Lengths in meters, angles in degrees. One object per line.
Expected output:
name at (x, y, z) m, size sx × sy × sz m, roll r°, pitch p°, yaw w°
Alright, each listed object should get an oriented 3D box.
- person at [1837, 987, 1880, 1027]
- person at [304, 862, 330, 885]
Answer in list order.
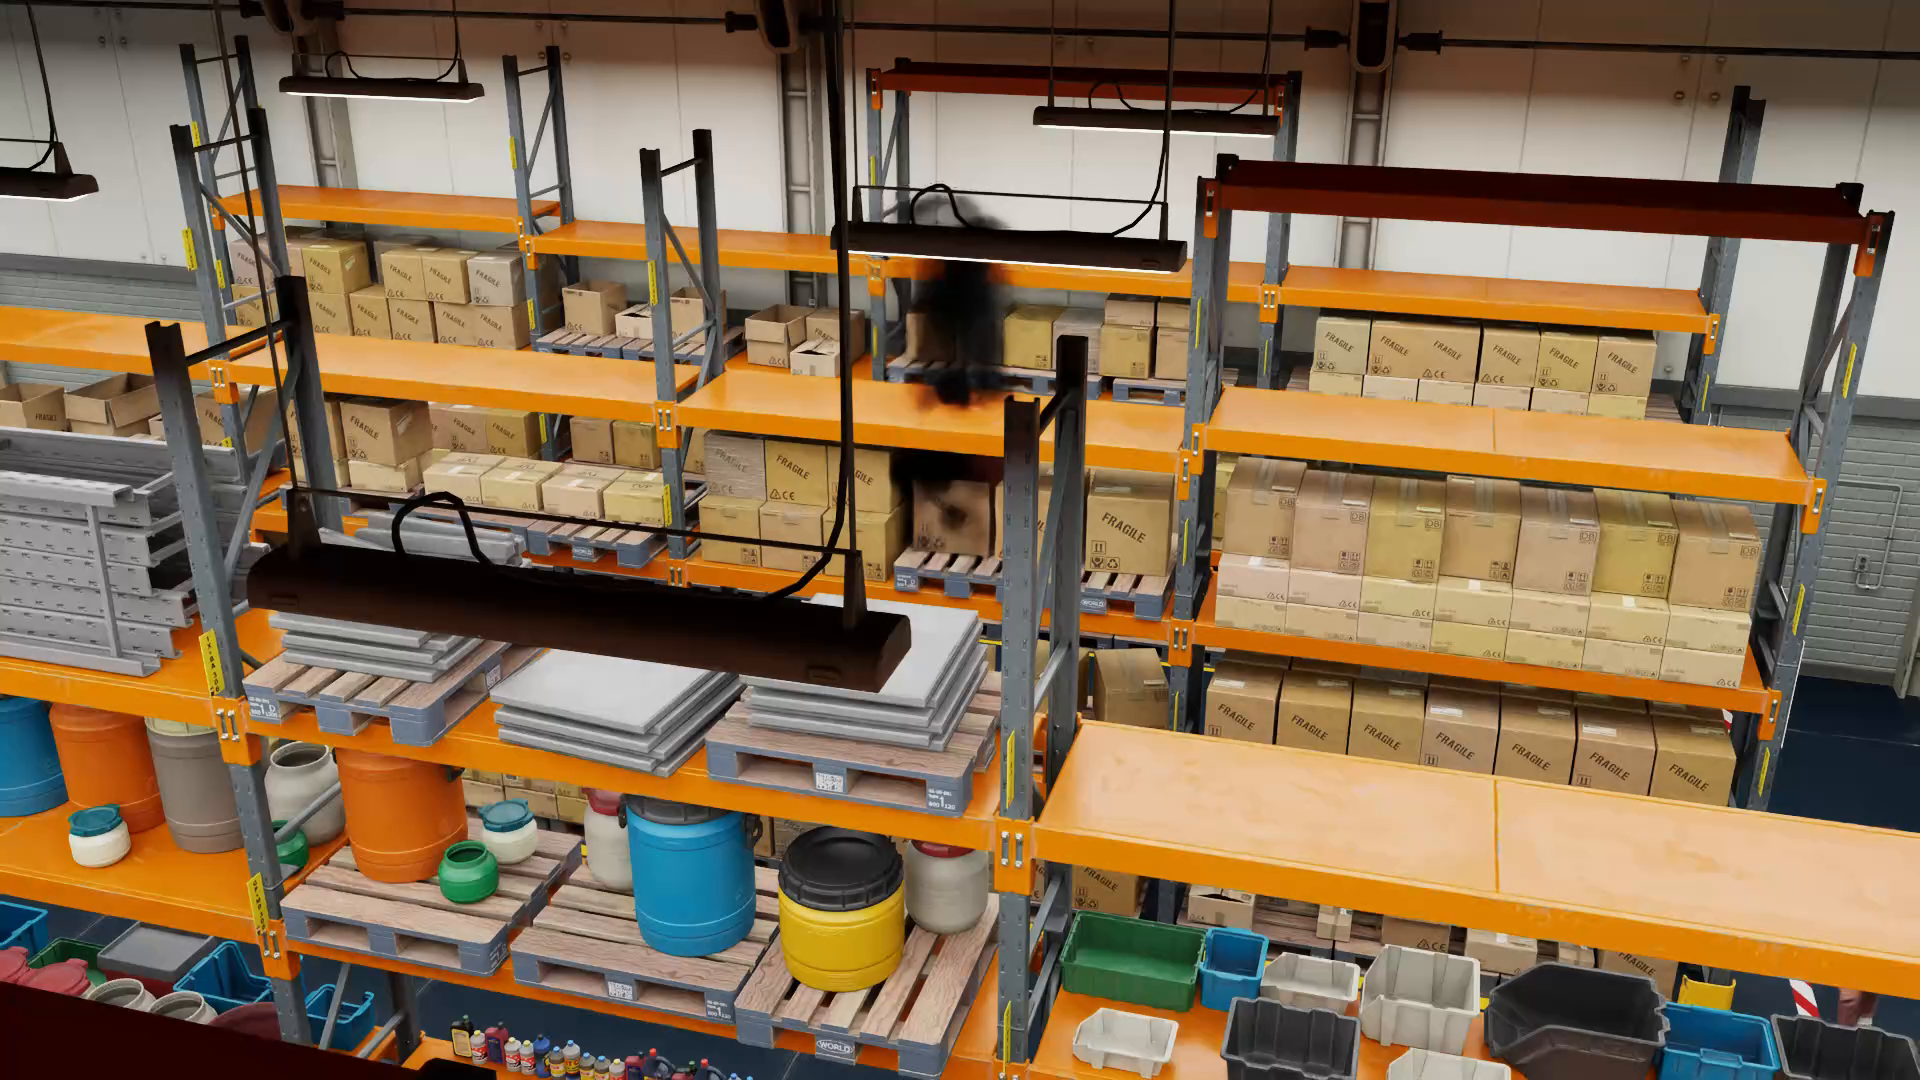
person at (6.362, 2.870, 11.729) m, size 0.607 × 1.717 × 0.722 m, roll 10°, pitch 25°, yaw 23°
person at (-4.971, 2.455, 12.870) m, size 0.692 × 1.582 × 0.596 m, roll 2°, pitch 23°, yaw 6°
